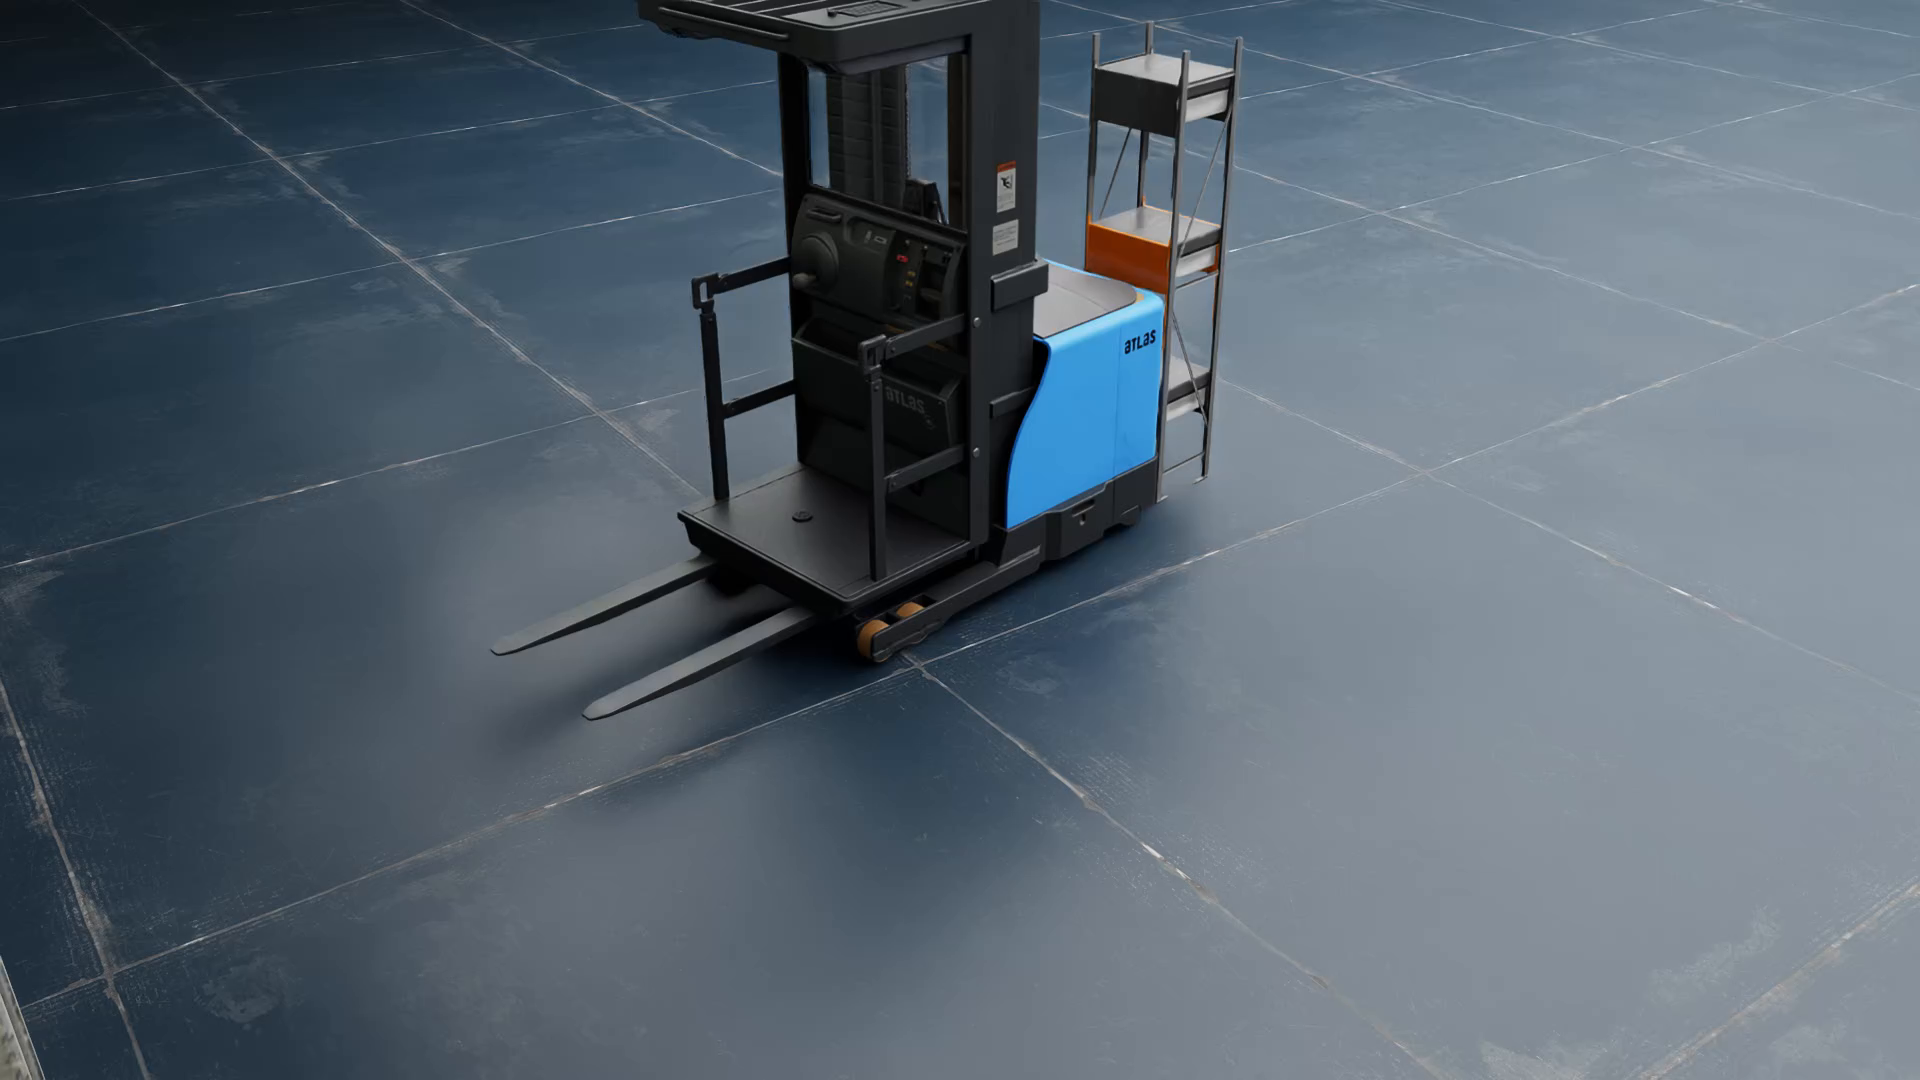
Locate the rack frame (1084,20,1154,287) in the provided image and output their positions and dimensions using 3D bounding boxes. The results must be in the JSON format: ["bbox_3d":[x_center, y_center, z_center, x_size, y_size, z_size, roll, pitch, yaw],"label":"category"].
[{"bbox_3d":[0.718,-1.326,7.793,0.015,2.100,0.400,25,37,38],"label":"rack frame"}]

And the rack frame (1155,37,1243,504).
[{"bbox_3d":[1.064,-1.162,7.491,0.015,2.100,0.400,25,37,38],"label":"rack frame"}]

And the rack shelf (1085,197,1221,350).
[{"bbox_3d":[0.891,-1.232,7.648,0.480,0.518,0.431,25,37,38],"label":"rack shelf"}]

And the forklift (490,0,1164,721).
[{"bbox_3d":[-0.485,-1.077,6.463,1.130,2.935,3.031,25,37,38],"label":"forklift"}]

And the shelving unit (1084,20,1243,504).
[{"bbox_3d":[0.891,-1.244,7.642,0.503,2.100,0.431,25,37,38],"label":"shelving unit"}]

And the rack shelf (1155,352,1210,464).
[{"bbox_3d":[0.891,-0.617,7.982,0.480,0.518,0.431,25,37,38],"label":"rack shelf"}]

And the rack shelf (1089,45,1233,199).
[{"bbox_3d":[0.891,-1.847,7.314,0.480,0.518,0.431,25,37,38],"label":"rack shelf"}]
